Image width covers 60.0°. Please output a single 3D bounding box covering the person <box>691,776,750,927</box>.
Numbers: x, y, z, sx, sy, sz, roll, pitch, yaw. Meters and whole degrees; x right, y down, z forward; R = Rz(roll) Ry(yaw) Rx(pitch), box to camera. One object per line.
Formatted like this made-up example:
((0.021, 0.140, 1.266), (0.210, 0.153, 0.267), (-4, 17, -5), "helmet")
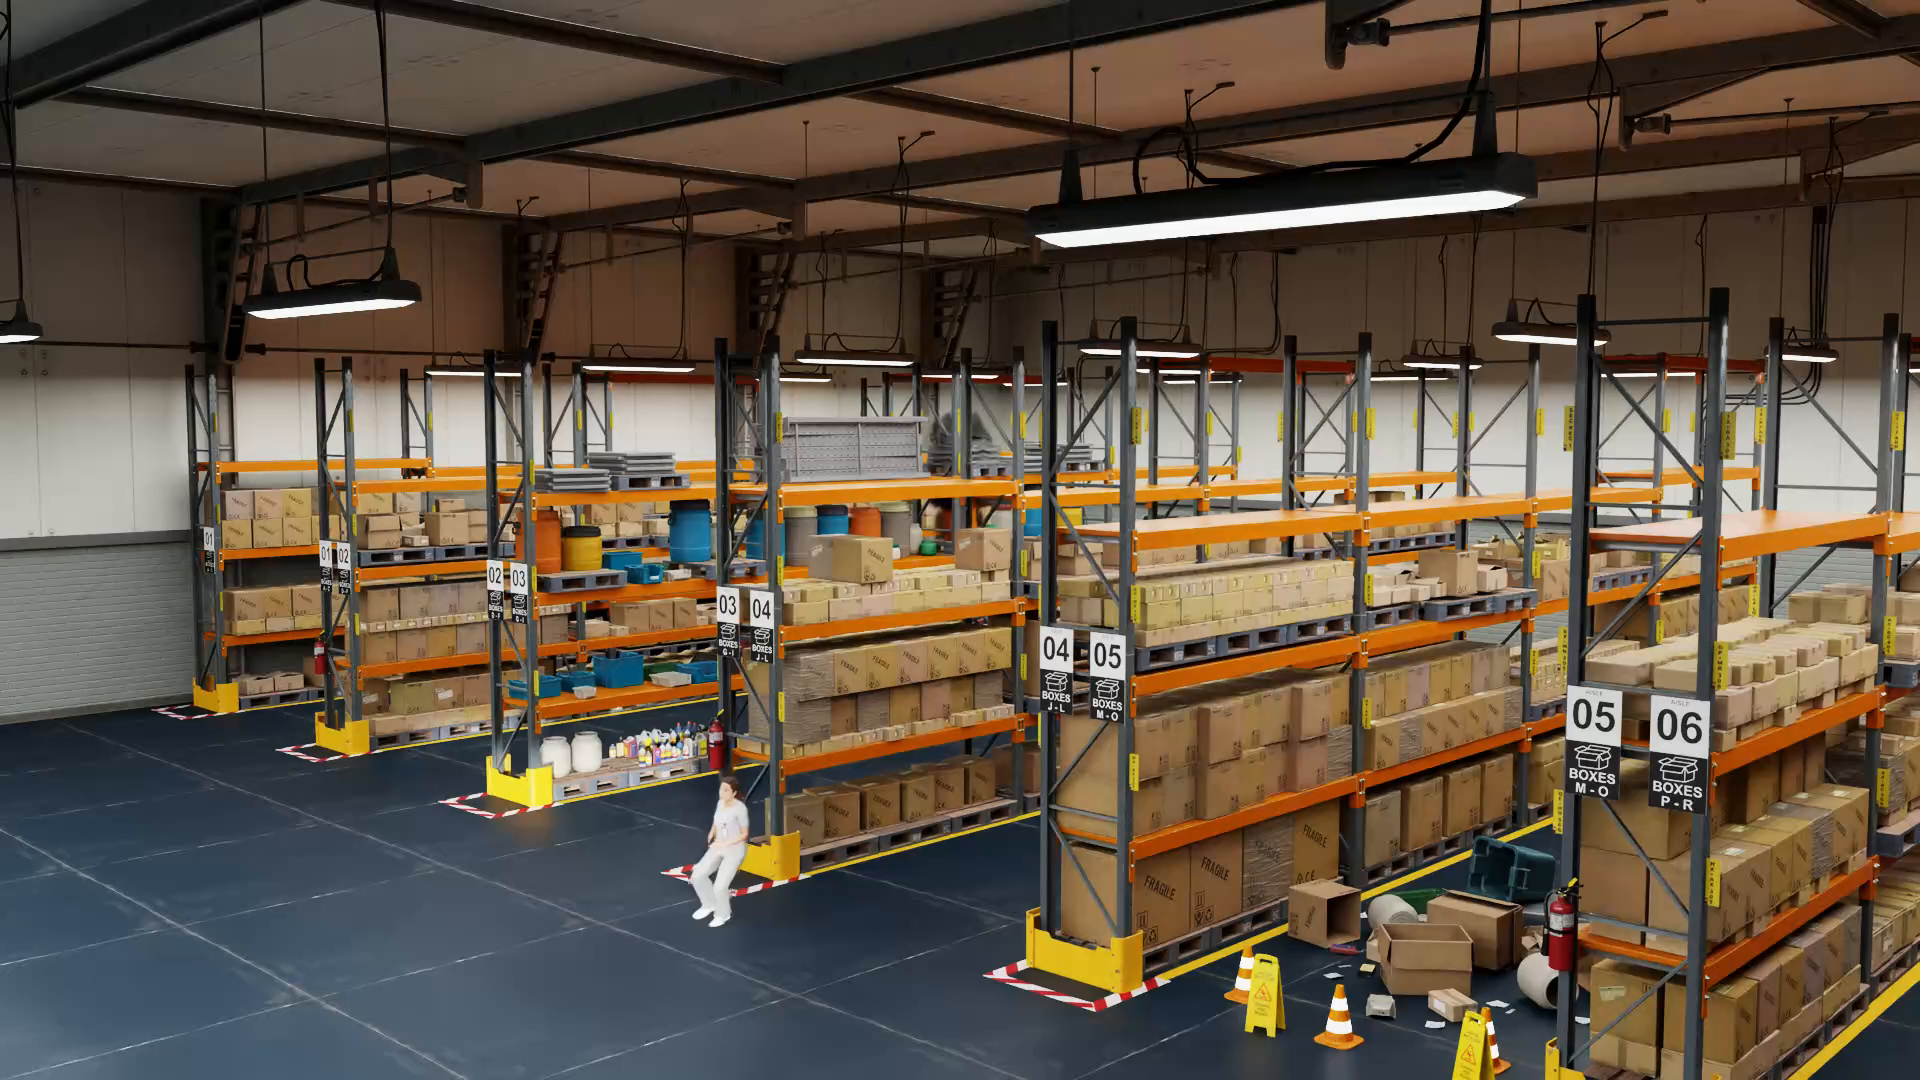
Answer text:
((-2.391, 3.127, 16.604), (0.734, 1.589, 0.617), (2, 5, 30), "person")
